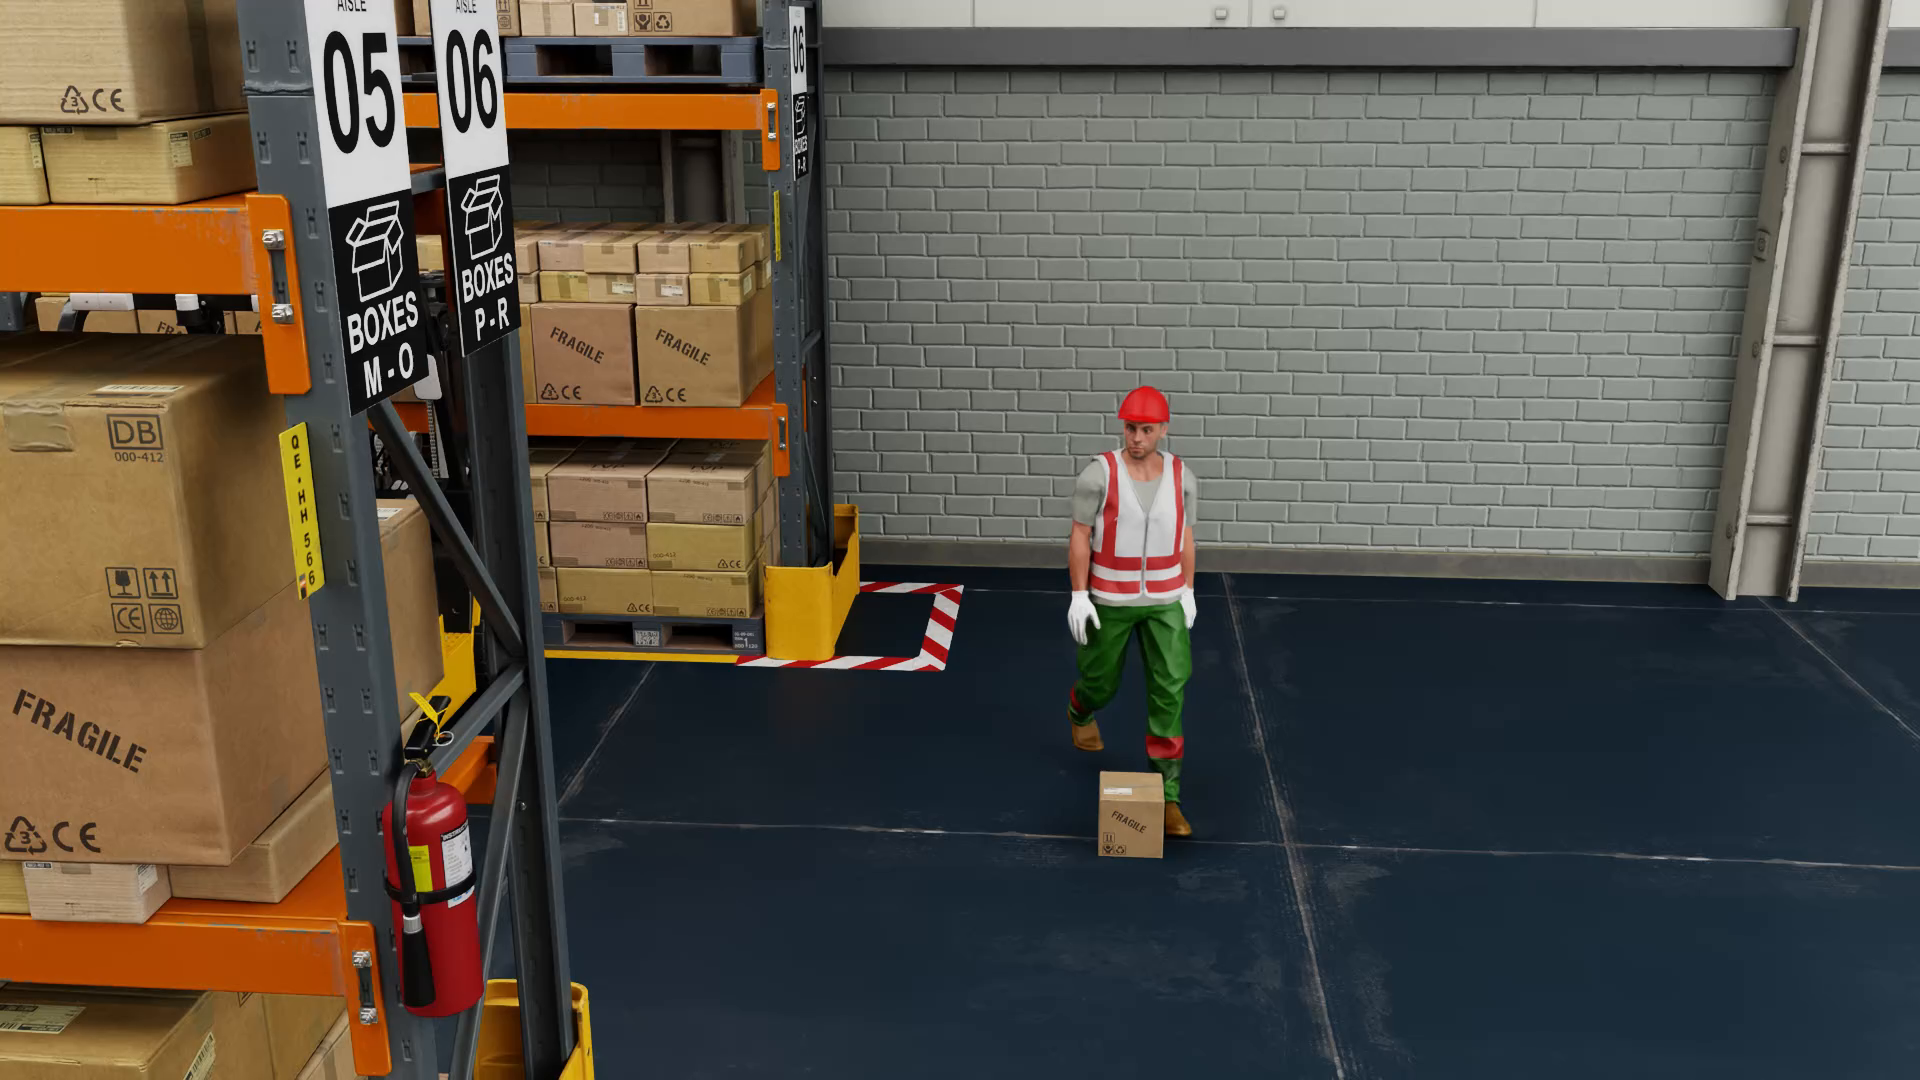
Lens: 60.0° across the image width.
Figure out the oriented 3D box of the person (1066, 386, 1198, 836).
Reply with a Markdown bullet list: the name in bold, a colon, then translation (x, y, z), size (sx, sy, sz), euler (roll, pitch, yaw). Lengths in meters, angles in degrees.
- **person**: translation (0.722, 0.250, 6.790), size (0.571, 1.751, 0.983), euler (-2, 17, -6)
